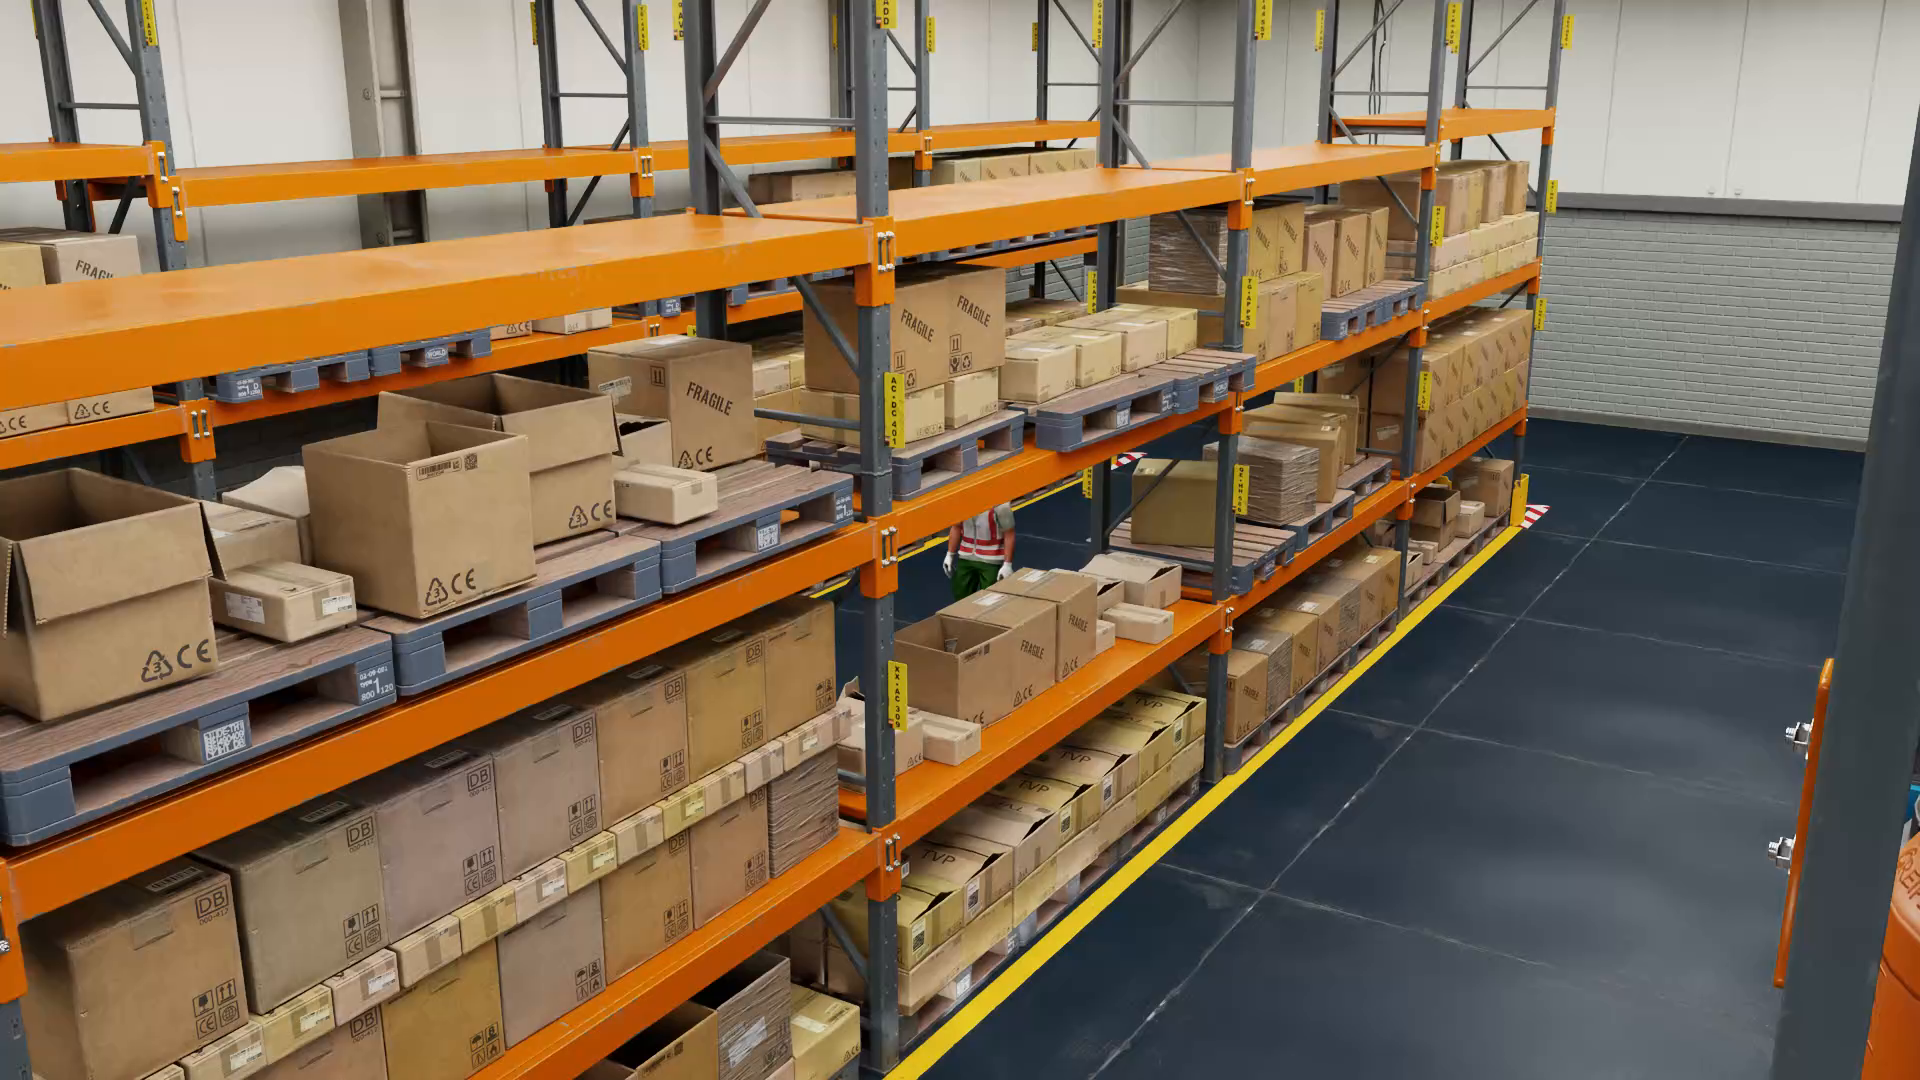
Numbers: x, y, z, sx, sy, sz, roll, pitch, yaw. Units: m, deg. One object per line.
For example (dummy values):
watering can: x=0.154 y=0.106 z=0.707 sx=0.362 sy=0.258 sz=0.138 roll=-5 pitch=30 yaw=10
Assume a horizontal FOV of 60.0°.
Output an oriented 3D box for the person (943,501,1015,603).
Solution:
person: x=0.151 y=0.192 z=13.336 sx=0.620 sy=1.779 sz=0.454 roll=9 pitch=18 yaw=29
